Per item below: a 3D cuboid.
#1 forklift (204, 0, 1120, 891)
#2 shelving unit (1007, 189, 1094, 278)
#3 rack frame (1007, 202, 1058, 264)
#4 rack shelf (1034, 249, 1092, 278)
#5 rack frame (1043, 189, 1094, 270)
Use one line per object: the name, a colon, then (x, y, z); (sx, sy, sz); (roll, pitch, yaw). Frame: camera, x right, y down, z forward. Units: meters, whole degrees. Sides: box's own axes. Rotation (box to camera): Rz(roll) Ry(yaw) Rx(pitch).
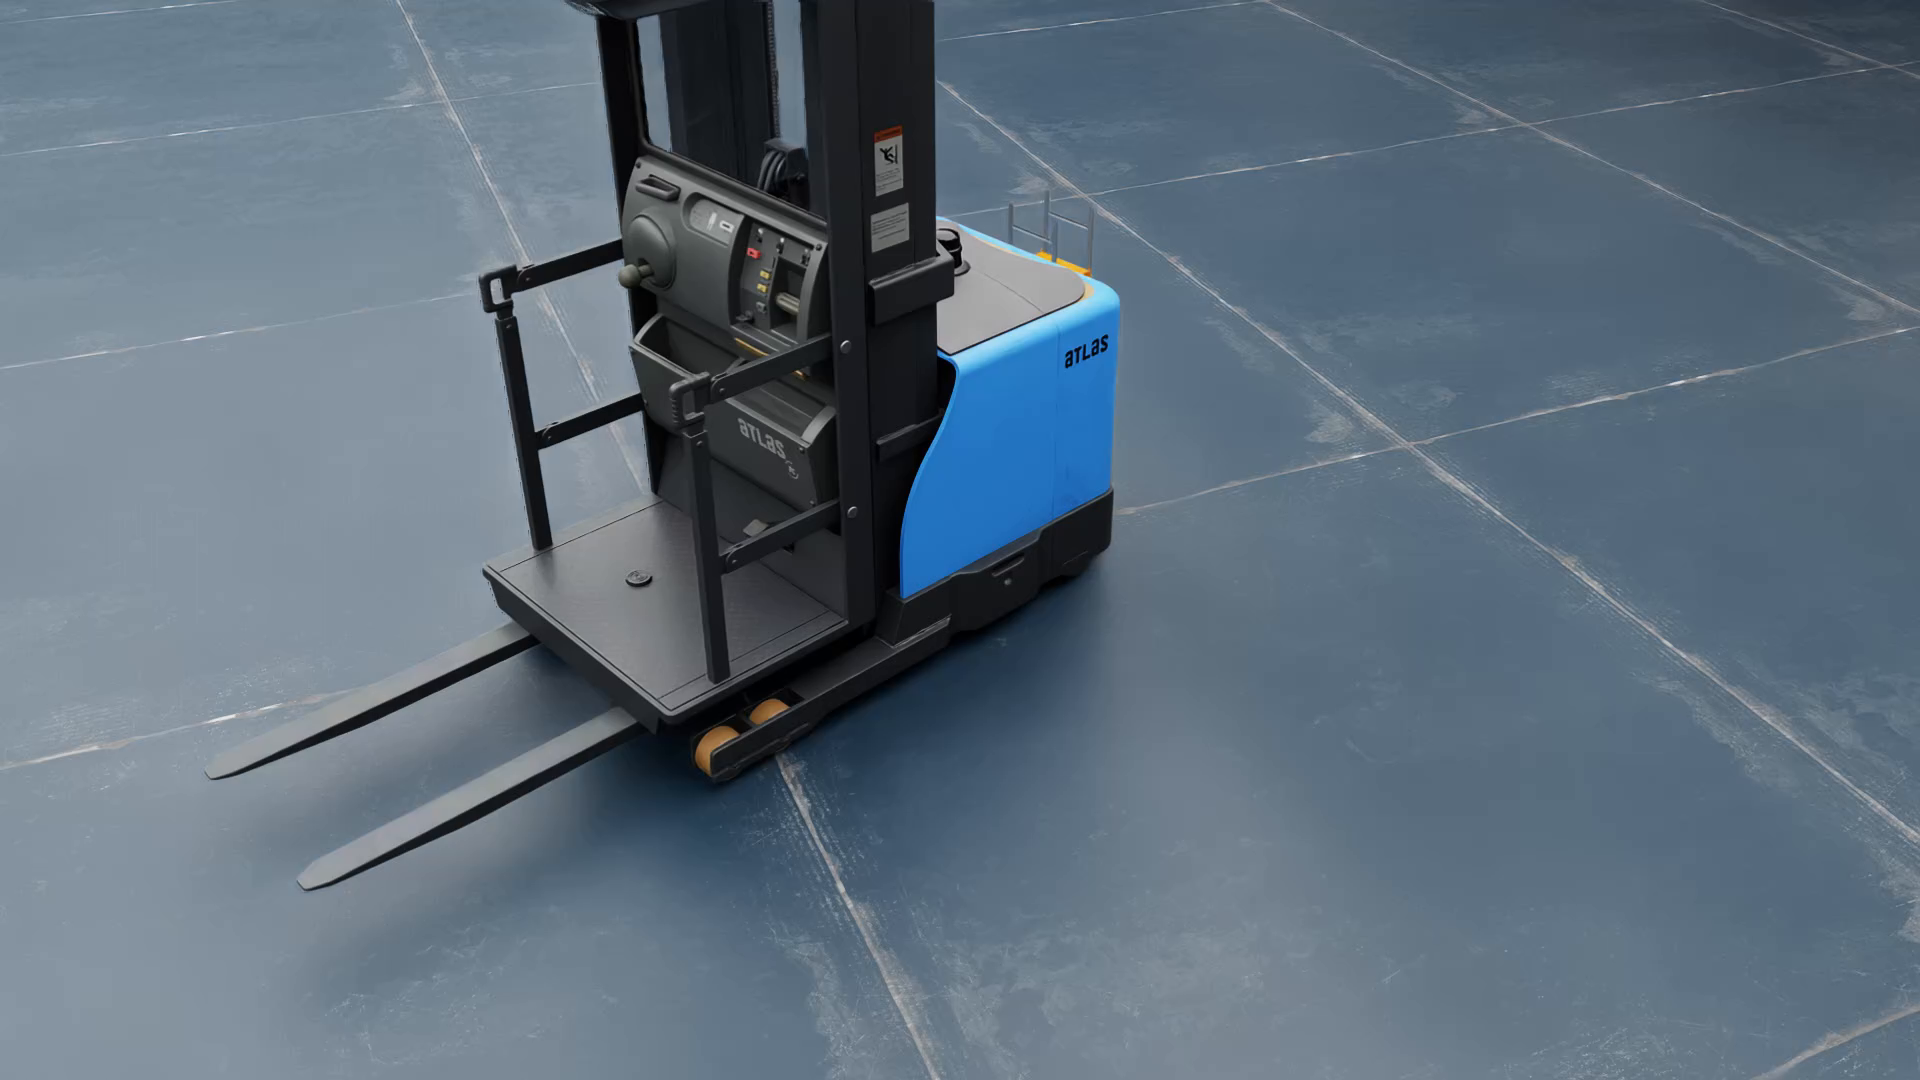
forklift: (-0.863, -0.809, 4.807); (3.031, 2.935, 1.130); (-27, 42, -35)
shelving unit: (0.321, -0.680, 6.196); (0.189, 1.200, 0.258); (-27, 42, -35)
rack frame: (0.255, -0.646, 6.143); (0.006, 1.200, 0.240); (-27, 42, -35)
rack shelf: (0.321, -0.945, 6.024); (0.180, 0.103, 0.258); (-27, 42, -35)
rack frame: (0.388, -0.715, 6.248); (0.006, 1.200, 0.240); (-27, 42, -35)
